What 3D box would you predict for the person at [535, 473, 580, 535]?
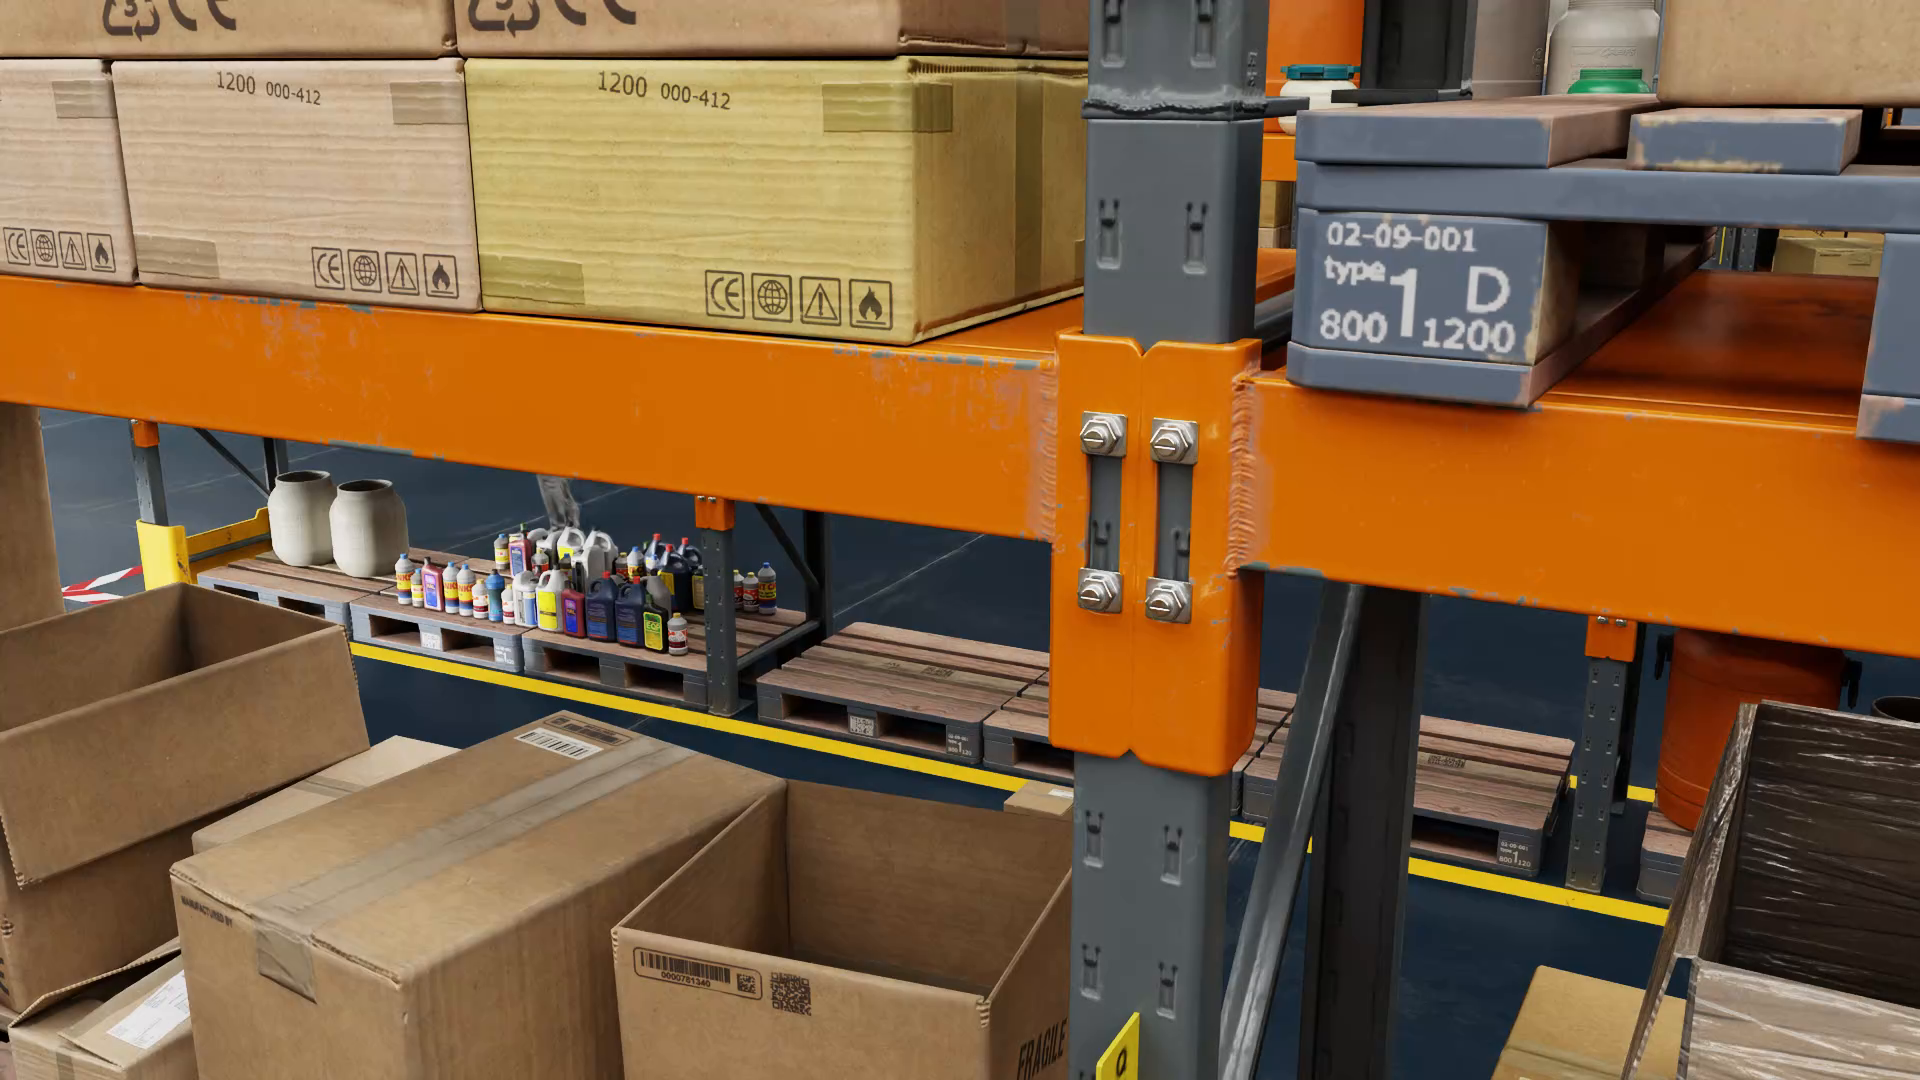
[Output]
[{"bbox_3d":[-2.723,-0.806,10.852,0.442,1.695,0.516,9,18,30],"label":"person"}]
